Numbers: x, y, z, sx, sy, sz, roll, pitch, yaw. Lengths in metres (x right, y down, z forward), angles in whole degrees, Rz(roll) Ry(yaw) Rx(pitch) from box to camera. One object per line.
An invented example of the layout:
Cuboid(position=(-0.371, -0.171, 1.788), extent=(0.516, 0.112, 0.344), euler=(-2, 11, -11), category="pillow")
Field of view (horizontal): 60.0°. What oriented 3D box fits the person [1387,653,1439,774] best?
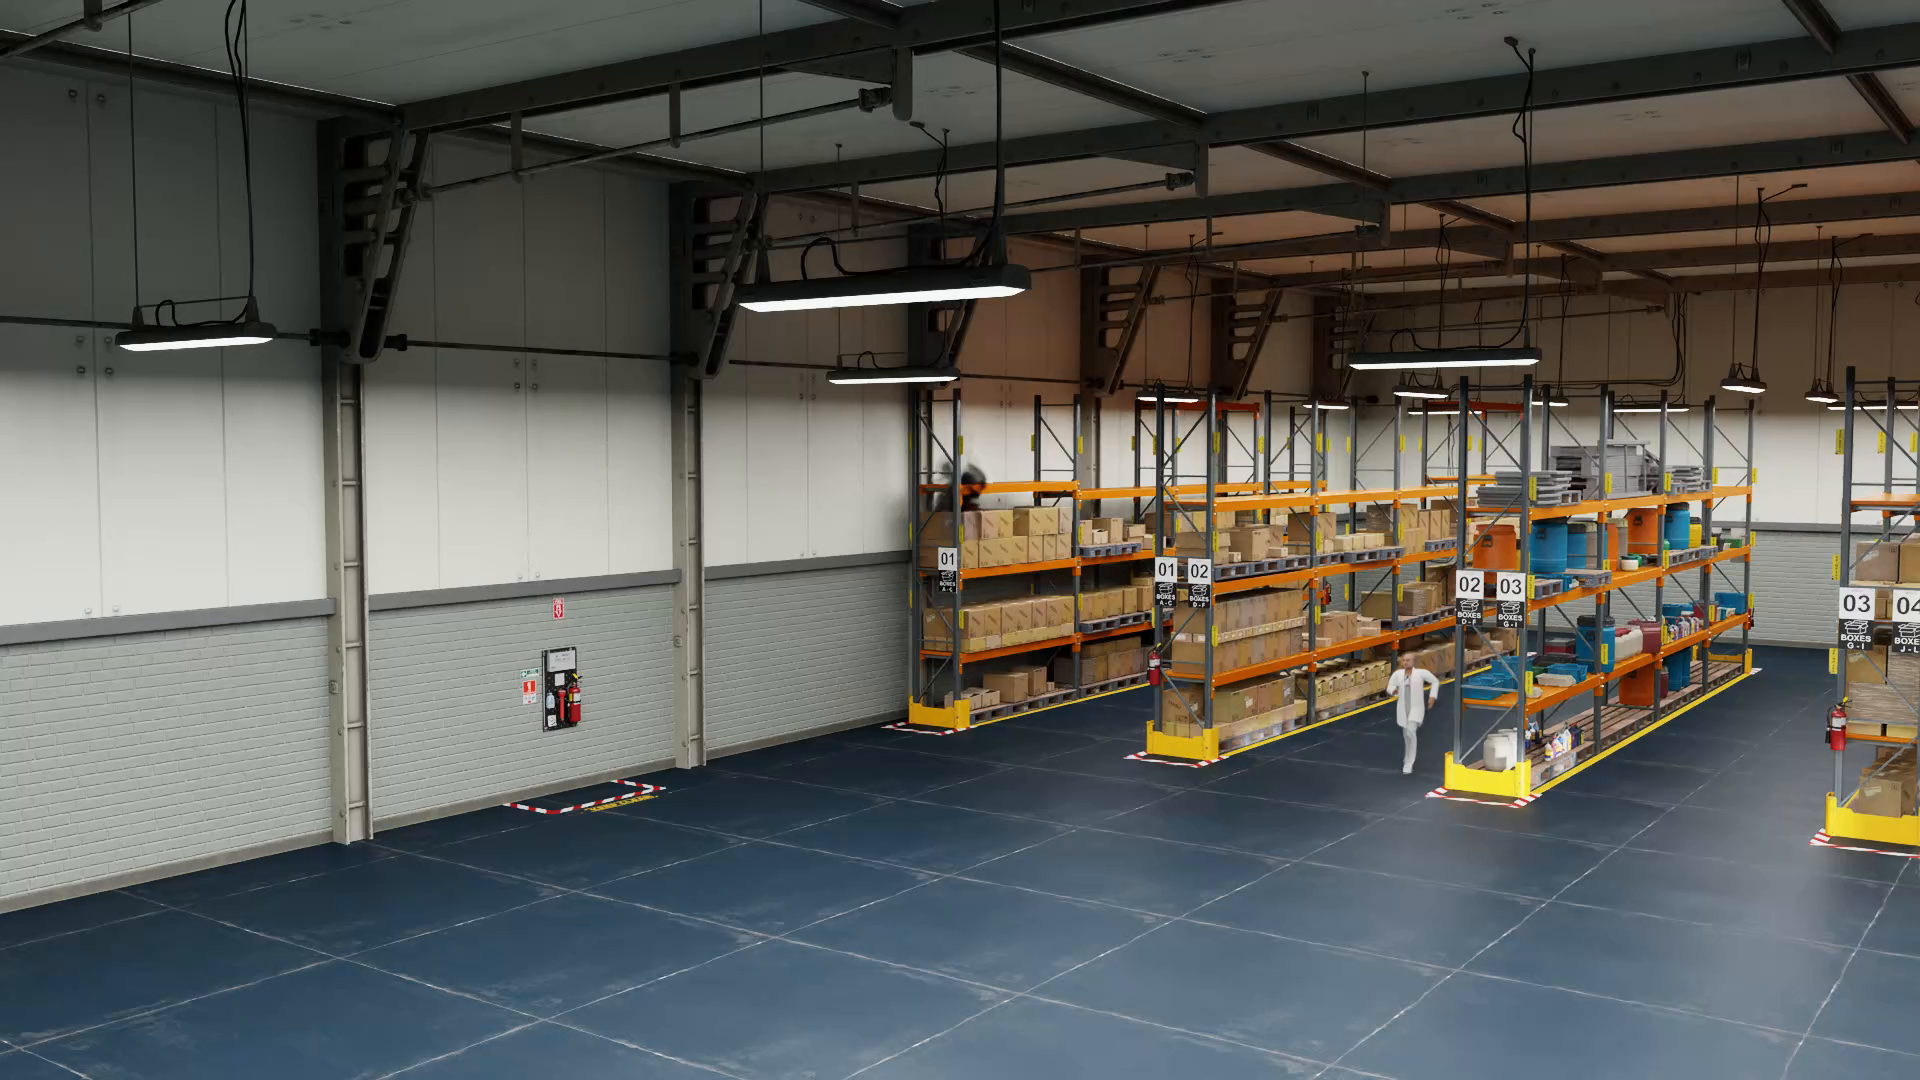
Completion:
Cuboid(position=(6.977, 2.657, 25.641), extent=(0.727, 1.837, 0.984), euler=(2, 4, 37), category="person")
